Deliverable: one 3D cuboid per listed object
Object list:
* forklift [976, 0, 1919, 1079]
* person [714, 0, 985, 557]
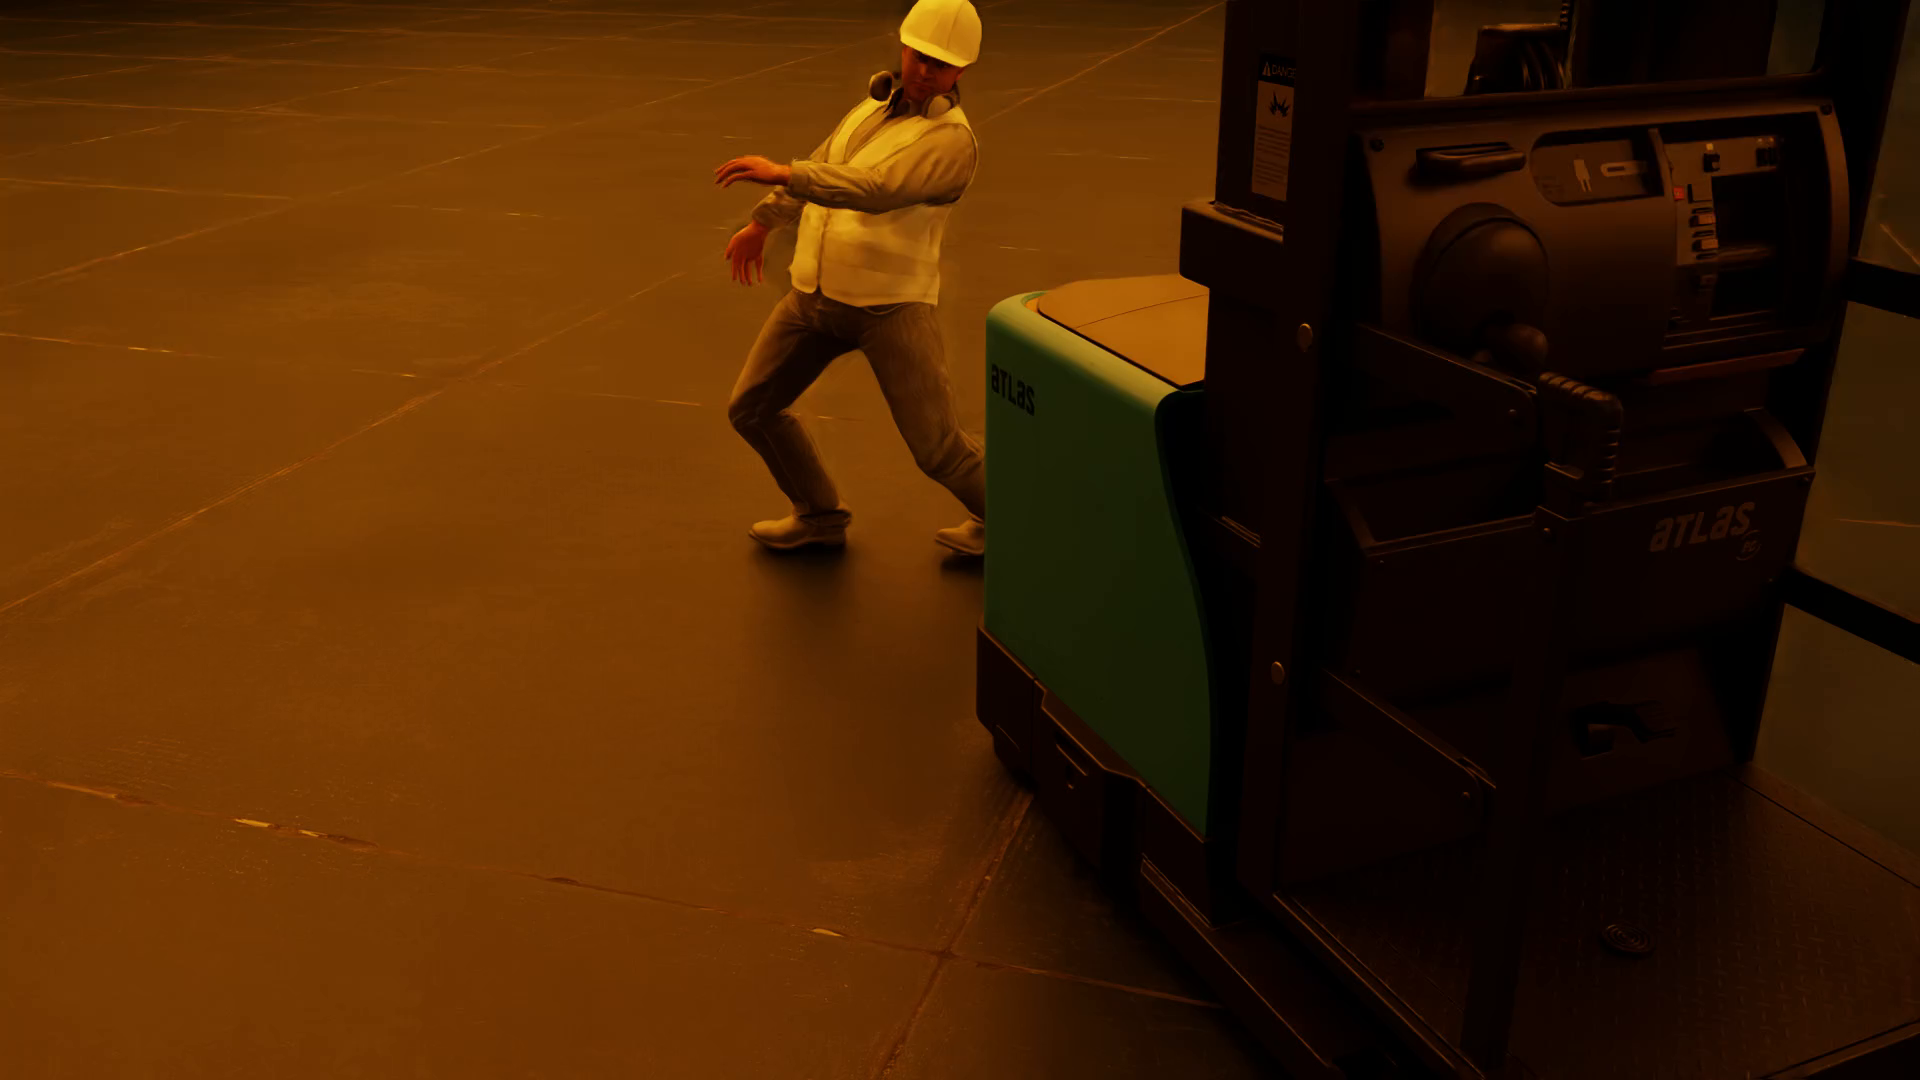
[{"bbox_3d":[1.093,-0.449,2.368,1.130,2.935,3.031,-9,24,-22],"label":"forklift"},{"bbox_3d":[-0.352,-0.706,4.695,0.837,1.609,0.843,18,28,37],"label":"person"}]
